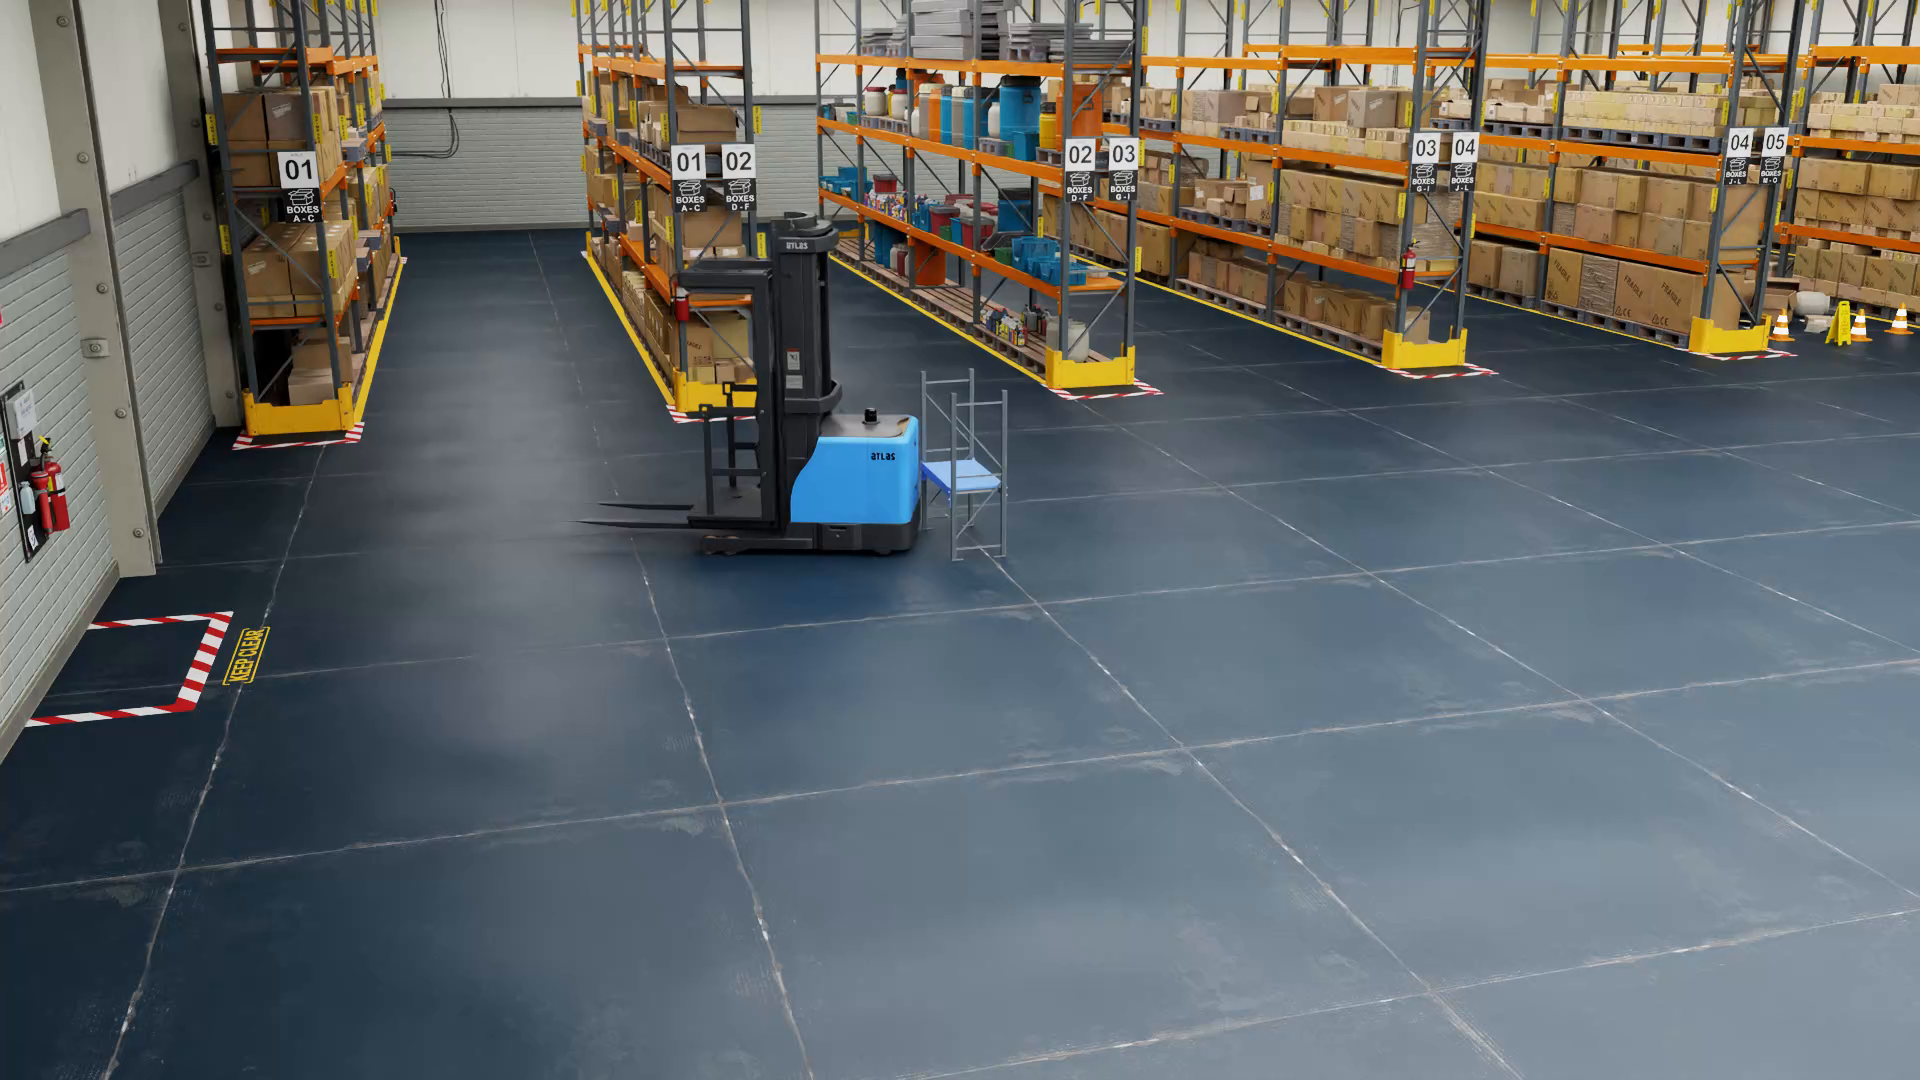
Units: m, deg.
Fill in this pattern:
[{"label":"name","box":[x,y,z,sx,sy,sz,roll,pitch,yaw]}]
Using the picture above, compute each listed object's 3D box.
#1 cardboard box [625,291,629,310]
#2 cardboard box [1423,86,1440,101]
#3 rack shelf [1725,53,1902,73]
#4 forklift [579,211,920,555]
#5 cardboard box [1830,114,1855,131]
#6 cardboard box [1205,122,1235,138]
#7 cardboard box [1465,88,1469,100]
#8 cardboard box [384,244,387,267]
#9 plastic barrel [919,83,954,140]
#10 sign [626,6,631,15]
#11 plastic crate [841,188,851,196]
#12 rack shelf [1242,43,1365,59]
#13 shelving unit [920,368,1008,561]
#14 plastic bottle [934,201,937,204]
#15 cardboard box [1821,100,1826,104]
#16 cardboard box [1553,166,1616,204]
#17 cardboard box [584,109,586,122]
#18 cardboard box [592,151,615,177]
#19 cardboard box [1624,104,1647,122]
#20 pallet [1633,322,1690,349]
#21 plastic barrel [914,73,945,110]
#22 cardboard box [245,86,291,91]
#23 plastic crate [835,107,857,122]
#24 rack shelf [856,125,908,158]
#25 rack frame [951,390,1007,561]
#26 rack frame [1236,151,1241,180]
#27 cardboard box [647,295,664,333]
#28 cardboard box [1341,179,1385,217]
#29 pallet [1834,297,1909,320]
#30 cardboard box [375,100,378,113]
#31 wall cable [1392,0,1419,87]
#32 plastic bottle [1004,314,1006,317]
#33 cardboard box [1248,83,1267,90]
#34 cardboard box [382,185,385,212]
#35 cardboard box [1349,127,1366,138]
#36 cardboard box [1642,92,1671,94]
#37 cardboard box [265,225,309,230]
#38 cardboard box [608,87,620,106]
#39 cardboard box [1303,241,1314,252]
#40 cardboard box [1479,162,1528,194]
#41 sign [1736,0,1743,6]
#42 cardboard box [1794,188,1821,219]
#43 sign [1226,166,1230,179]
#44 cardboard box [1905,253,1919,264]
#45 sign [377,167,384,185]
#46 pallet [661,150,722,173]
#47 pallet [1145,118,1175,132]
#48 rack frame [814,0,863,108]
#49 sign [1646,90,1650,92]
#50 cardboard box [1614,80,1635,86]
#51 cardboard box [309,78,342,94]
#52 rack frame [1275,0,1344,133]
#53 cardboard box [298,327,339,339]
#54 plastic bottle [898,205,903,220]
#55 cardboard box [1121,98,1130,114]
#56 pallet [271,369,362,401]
[{"label":"cardboard box","box":[-5.167,-3.898,27.062,0.500,0.250,0.500,-5,17,-17]},{"label":"cardboard box","box":[8.794,-8.410,31.314,0.396,0.266,0.258,-5,17,-15]},{"label":"rack shelf","box":[18.108,-10.170,35.411,1.077,0.370,4.000,-5,17,-15]},{"label":"forklift","box":[-1.913,-1.422,14.891,3.031,2.935,1.130,1,17,4]},{"label":"cardboard box","box":[14.994,-7.002,27.876,0.500,0.250,0.500,-5,17,-16]},{"label":"cardboard box","box":[4.534,-7.034,28.500,0.500,0.250,0.500,-4,17,-14]},{"label":"cardboard box","box":[12.051,-10.324,38.443,0.500,0.311,0.500,-4,17,-14]},{"label":"cardboard box","box":[-11.136,-5.254,31.140,0.700,0.500,0.500,-4,17,-15]},{"label":"plastic barrel","box":[-0.387,-7.144,27.733,0.600,0.901,0.600,0,17,0]},{"label":"sign","box":[-6.827,-10.968,34.223,0.100,0.325,0.005,-5,17,-15]},{"label":"plastic crate","box":[-2.271,-7.178,34.287,0.293,0.136,0.466,-5,17,-15]},{"label":"rack shelf","box":[7.506,-10.654,36.332,1.077,0.370,4.000,-5,17,-15]},{"label":"shelving unit","box":[0.023,-0.695,14.956,0.538,1.500,1.048,-5,17,-15]},{"label":"plastic bottle","box":[-0.445,-6.058,30.427,0.097,0.271,0.097,0,17,0]},{"label":"cardboard box","box":[18.119,-9.128,34.777,0.380,0.149,0.250,-5,17,-15]},{"label":"cardboard box","box":[10.322,-5.845,27.357,0.875,0.550,0.550,-5,17,-15]},{"label":"cardboard box","box":[-7.345,-8.597,33.702,0.500,0.250,0.500,-5,17,-15]},{"label":"cardboard box","box":[-6.937,-7.354,32.607,0.500,0.500,0.500,-5,17,-15]},{"label":"cardboard box","box":[10.538,-6.541,25.436,0.500,0.250,0.500,-5,17,-15]},{"label":"pallet","box":[11.058,-3.134,25.316,1.003,0.211,1.213,-5,17,-15]},{"label":"plastic barrel","box":[-0.557,-7.712,29.020,0.600,0.830,0.708,-5,17,-15]},{"label":"cardboard box","box":[-8.971,-5.637,21.640,0.500,0.500,0.500,-4,17,-14]},{"label":"plastic crate","box":[-2.291,-8.667,33.880,0.437,0.282,0.530,-5,17,-15]},{"label":"rack shelf","box":[-0.954,-7.357,30.563,1.077,0.370,4.000,-5,17,-15]},{"label":"rack frame","box":[0.163,-0.554,14.488,0.500,1.500,0.032,-5,17,-15]},{"label":"rack frame","box":[6.956,-8.680,38.933,1.000,3.000,0.127,-5,17,-15]},{"label":"cardboard box","box":[-4.097,-3.167,23.326,0.500,0.500,0.500,-5,17,-15]},{"label":"cardboard box","box":[5.890,-4.968,24.147,0.500,0.500,0.500,-5,17,-15]},{"label":"pallet","box":[15.543,-3.924,27.945,1.003,0.211,1.213,-5,17,-15]},{"label":"cardboard box","box":[-11.240,-8.144,31.290,0.500,0.250,0.500,-5,17,-17]},{"label":"wall cable","box":[13.266,-13.810,45.518,2.988,3.039,0.133,-5,17,-15]},{"label":"plastic bottle","box":[0.674,-3.222,24.741,0.097,0.271,0.097,0,17,0]},{"label":"cardboard box","box":[6.826,-10.368,38.035,0.380,0.149,0.250,-5,17,-16]},{"label":"cardboard box","box":[-11.358,-6.532,31.260,0.980,0.700,0.700,-5,17,-17]},{"label":"cardboard box","box":[5.830,-5.858,23.893,0.380,0.149,0.250,-6,18,-18]},{"label":"cardboard box","box":[10.940,-6.952,26.112,0.380,0.149,0.250,-5,17,-15]},{"label":"cardboard box","box":[-8.764,-3.829,21.705,0.500,0.500,0.500,-5,17,-16]},{"label":"cardboard box","box":[-5.830,-7.647,29.201,0.600,0.600,0.600,-5,18,-17]},{"label":"cardboard box","box":[5.486,-4.515,25.504,0.380,0.149,0.250,-5,17,-15]},{"label":"cardboard box","box":[9.693,-6.446,29.584,0.700,0.500,0.500,-5,17,-16]},{"label":"sign","box":[10.828,-7.574,23.060,0.100,0.325,0.005,-5,17,-15]},{"label":"cardboard box","box":[14.839,-5.827,28.743,0.500,0.500,0.500,-5,17,-15]},{"label":"sign","box":[4.877,-6.665,30.350,0.100,0.325,0.005,-5,17,-15]},{"label":"cardboard box","box":[15.449,-4.525,26.718,0.380,0.149,0.250,-4,17,-14]},{"label":"sign","box":[-10.510,-6.597,30.122,0.100,0.325,0.005,-5,17,-15]},{"label":"pallet","box":[-3.139,-4.700,20.622,1.003,0.211,1.213,-5,17,-15]},{"label":"pallet","box":[4.130,-7.623,30.528,1.213,0.211,1.003,-4,17,-13]},{"label":"rack frame","box":[-2.603,-10.797,35.553,1.000,3.000,0.127,-5,17,-15]},{"label":"sign","box":[13.351,-8.567,32.306,0.100,0.325,0.005,-5,17,-15]},{"label":"cardboard box","box":[16.340,-11.097,40.639,0.500,0.250,0.500,-5,17,-16]},{"label":"cardboard box","box":[-10.747,-7.684,28.159,0.500,0.250,0.500,-5,18,-17]},{"label":"rack frame","box":[5.457,-7.870,25.807,1.000,3.000,0.127,-5,17,-15]},{"label":"cardboard box","box":[-8.507,-2.551,22.110,0.500,0.500,0.500,-6,18,-19]},{"label":"plastic bottle","box":[-1.057,-5.879,29.831,0.097,0.271,0.097,0,17,0]},{"label":"cardboard box","box":[3.474,-8.494,32.524,0.500,0.311,0.500,-5,18,-17]},{"label":"pallet","box":[-8.273,-1.965,21.425,1.003,0.211,1.213,-5,17,-15]}]
